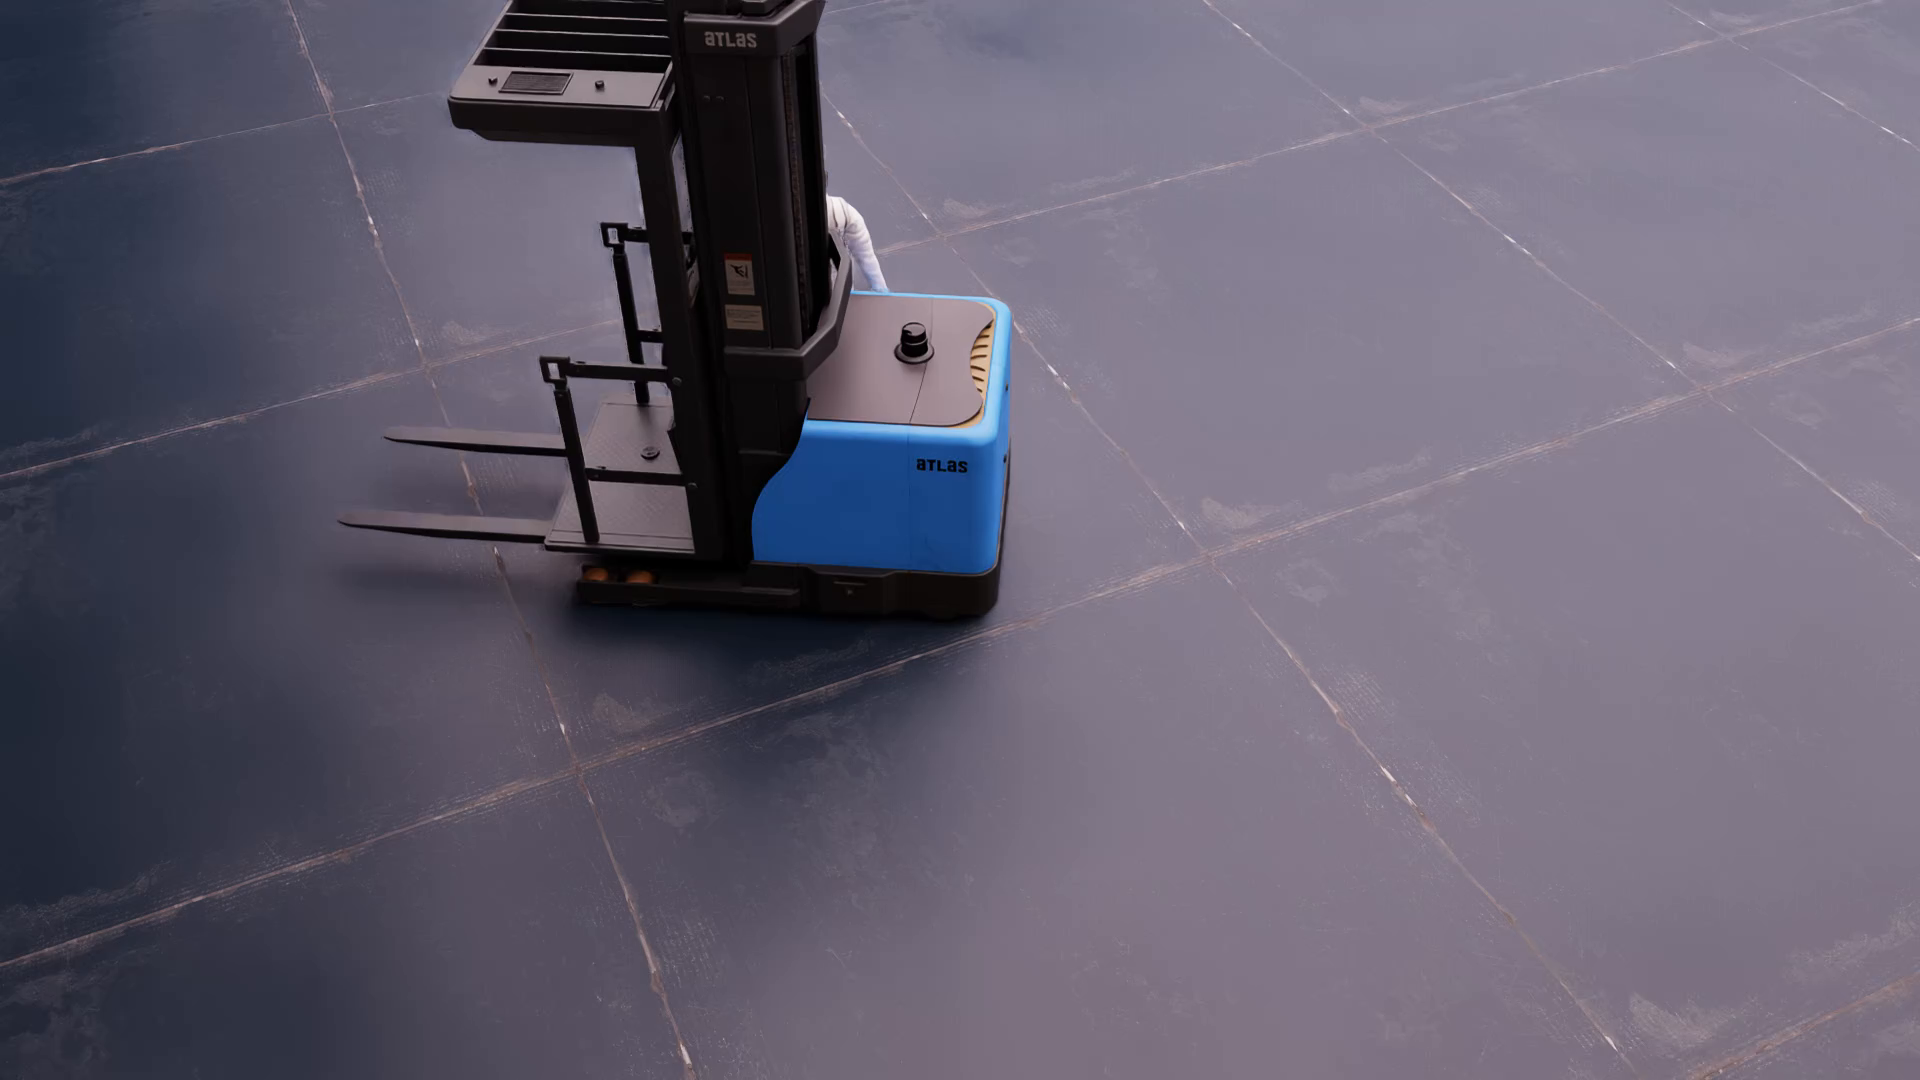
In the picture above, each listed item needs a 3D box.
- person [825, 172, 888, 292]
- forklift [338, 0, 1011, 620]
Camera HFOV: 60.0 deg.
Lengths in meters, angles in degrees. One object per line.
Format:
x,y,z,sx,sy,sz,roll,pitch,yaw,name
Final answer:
-0.685,-1.217,7.966,0.625,1.607,0.893,-13,45,-14,person
-1.306,-1.129,6.889,3.031,2.935,1.130,3,43,4,forklift
